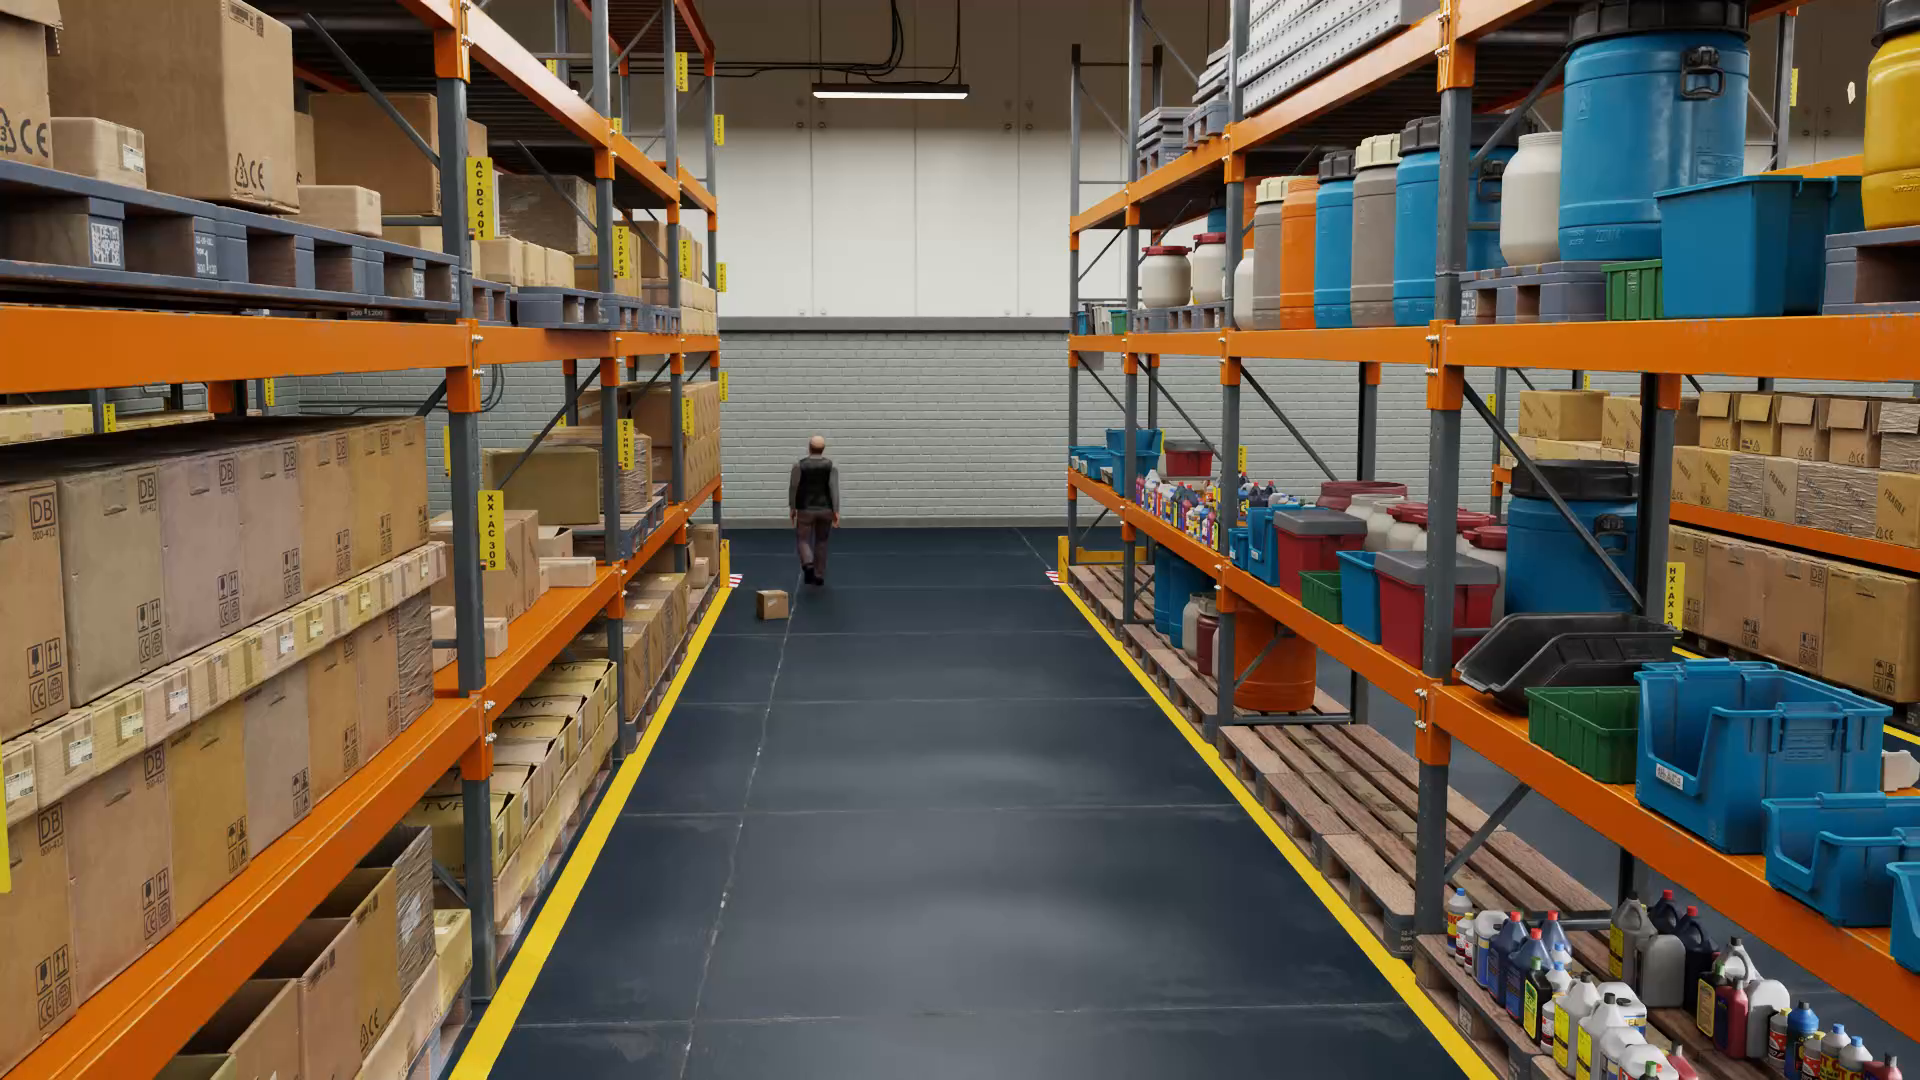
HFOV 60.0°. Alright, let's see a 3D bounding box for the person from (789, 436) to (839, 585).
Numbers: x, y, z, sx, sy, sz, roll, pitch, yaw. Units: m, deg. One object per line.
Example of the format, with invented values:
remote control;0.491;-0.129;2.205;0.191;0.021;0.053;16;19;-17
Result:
person;-1.622;-0.317;18.490;0.550;1.687;0.856;-2;7;-13
